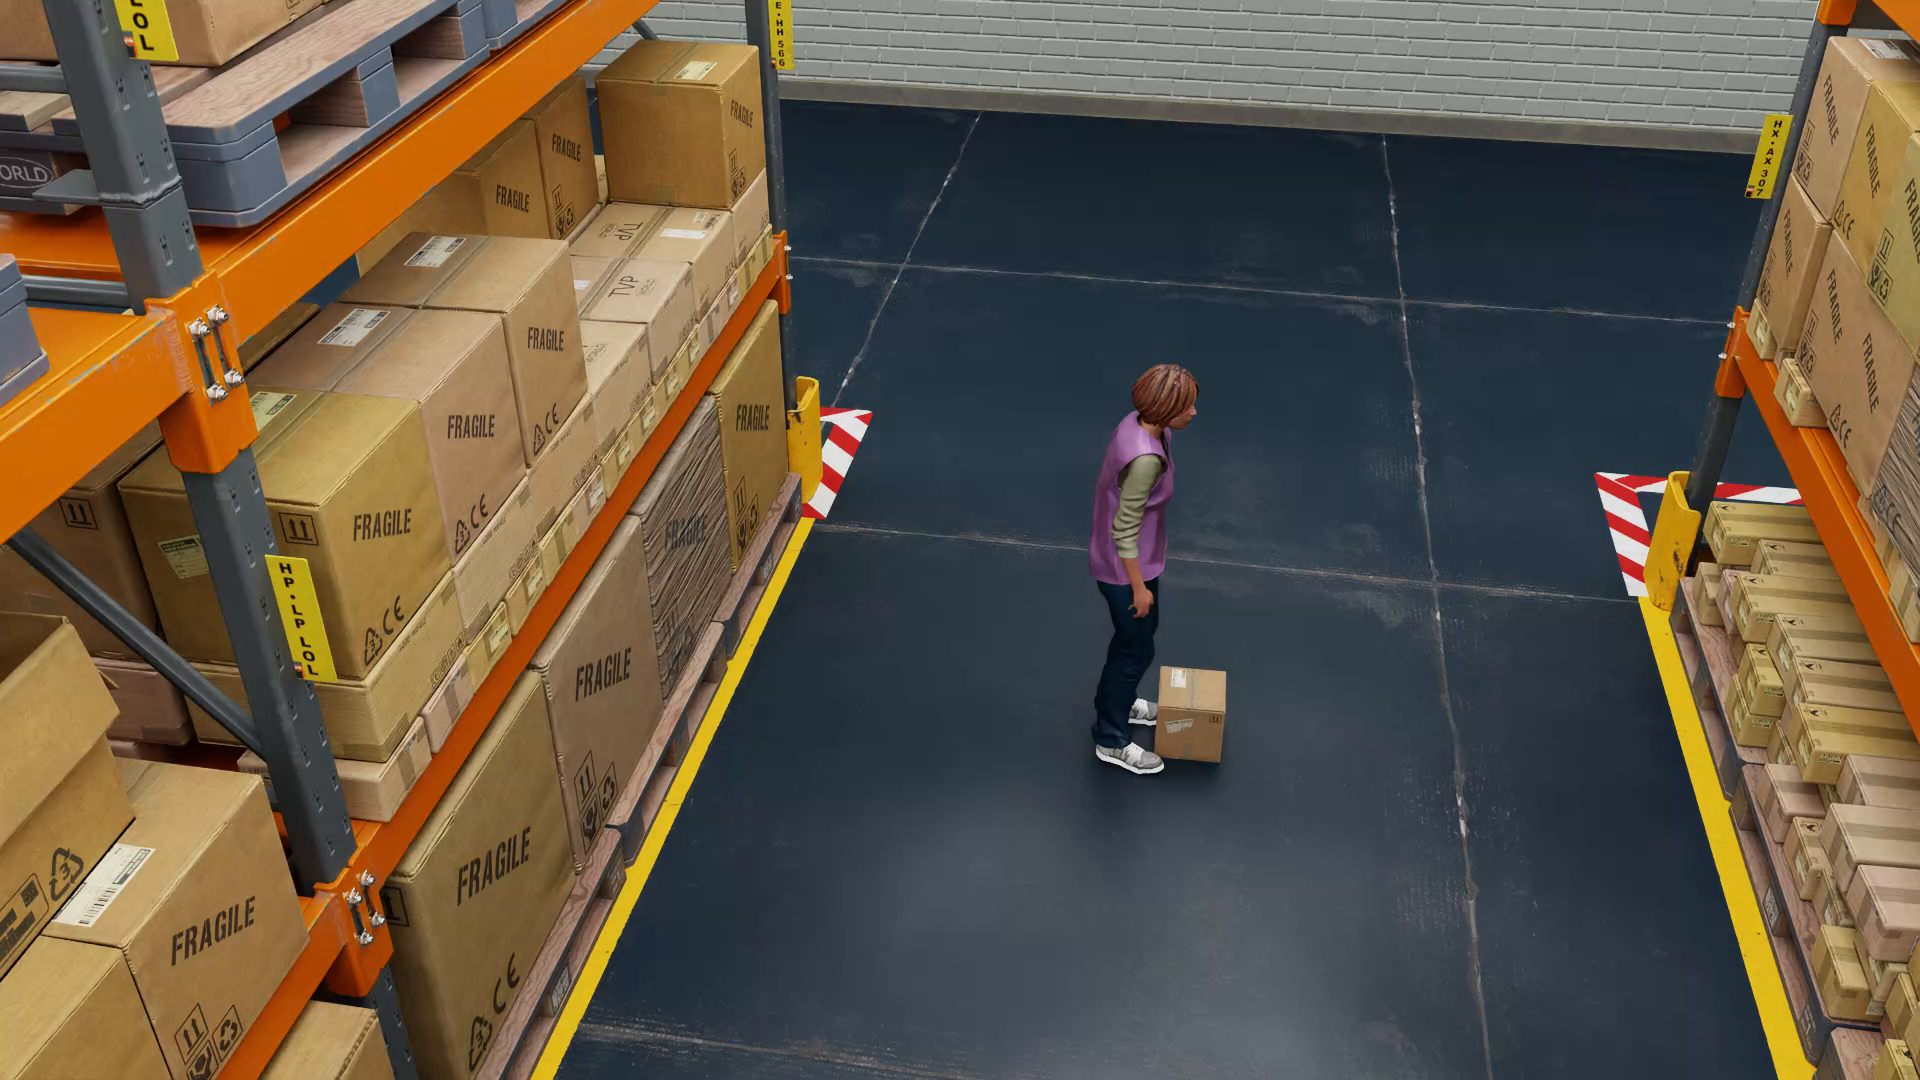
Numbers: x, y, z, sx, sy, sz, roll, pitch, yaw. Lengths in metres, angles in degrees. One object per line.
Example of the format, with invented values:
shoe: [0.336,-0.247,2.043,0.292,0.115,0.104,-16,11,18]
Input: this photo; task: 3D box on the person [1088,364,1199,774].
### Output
person: [0.636,0.086,6.015,0.343,1.592,0.460,6,33,8]
